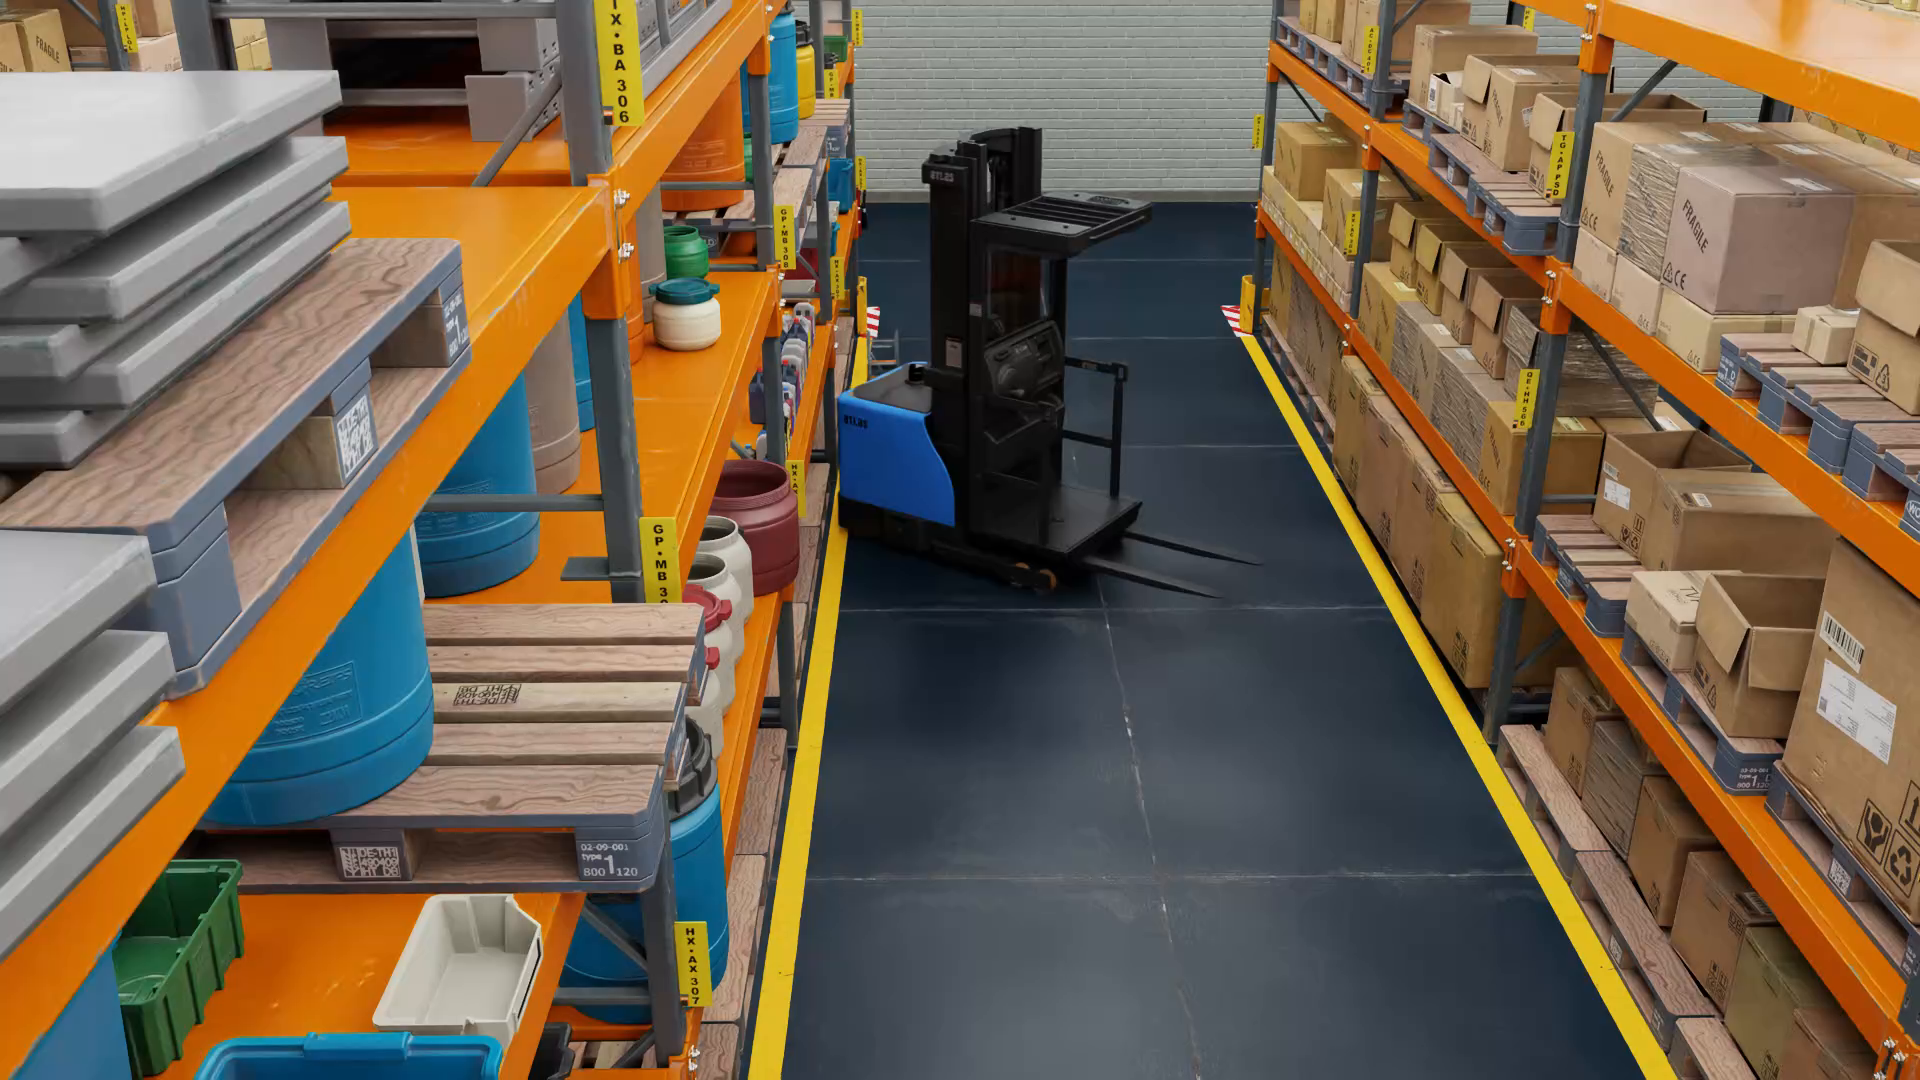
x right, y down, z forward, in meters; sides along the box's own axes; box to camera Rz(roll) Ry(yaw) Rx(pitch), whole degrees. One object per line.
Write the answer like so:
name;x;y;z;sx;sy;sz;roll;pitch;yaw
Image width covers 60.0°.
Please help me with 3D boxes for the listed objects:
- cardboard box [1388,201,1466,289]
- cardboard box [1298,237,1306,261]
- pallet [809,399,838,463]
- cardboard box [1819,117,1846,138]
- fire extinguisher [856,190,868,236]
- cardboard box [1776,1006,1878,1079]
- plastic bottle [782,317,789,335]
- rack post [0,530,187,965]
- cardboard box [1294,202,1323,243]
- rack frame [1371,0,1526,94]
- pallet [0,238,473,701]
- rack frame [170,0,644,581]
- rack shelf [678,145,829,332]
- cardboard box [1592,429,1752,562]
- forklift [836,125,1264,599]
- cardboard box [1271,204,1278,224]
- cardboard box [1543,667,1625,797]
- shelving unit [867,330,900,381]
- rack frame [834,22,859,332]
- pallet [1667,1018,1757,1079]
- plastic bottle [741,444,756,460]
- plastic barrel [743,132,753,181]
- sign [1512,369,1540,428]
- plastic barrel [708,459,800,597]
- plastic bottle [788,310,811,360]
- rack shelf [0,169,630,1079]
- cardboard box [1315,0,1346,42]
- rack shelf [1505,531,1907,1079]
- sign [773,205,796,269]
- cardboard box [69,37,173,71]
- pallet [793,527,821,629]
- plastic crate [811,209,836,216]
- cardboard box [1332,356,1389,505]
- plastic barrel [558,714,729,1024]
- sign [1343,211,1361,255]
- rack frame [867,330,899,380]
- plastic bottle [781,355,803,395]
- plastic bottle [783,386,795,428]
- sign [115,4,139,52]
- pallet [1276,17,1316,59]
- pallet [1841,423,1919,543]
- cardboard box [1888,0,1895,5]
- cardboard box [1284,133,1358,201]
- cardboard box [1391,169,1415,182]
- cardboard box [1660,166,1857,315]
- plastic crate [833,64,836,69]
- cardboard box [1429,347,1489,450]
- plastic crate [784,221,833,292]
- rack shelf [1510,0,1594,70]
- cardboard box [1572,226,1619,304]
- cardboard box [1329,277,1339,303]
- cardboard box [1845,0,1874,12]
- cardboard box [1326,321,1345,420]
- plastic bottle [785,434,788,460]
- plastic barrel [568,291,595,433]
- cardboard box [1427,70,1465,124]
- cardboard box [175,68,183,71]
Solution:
cardboard box;3.495;-2.103;11.804;0.797;0.503;0.637;-1;24;-2
cardboard box;3.133;-2.507;14.342;0.380;0.149;0.250;0;24;0
pallet;-1.519;-0.873;13.808;1.003;0.211;1.213;0;24;-1
cardboard box;8.149;-3.735;15.055;0.500;0.500;0.500;0;24;1
fire extinguisher;-1.063;-3.348;16.443;0.296;0.674;0.183;0;24;-1
cardboard box;3.582;2.119;6.308;0.700;0.500;0.500;-2;24;-5
plastic bottle;-1.279;-1.441;11.738;0.144;0.351;0.185;0;24;-1
rack post;-1.223;0.286;1.188;0.937;0.300;0.954;2;24;5
cardboard box;3.197;-2.743;14.380;0.500;0.250;0.500;-1;24;-2
rack frame;3.480;-4.597;11.377;1.000;3.000;0.127;0;24;-1
pallet;-1.332;-0.166;2.295;1.003;0.211;1.213;0;24;-1
rack frame;-1.385;-1.278;4.039;1.000;3.000;0.127;0;24;-1
rack shelf;-1.451;-2.056;10.272;1.077;0.370;4.000;0;24;-1
cardboard box;3.570;-0.230;8.370;0.500;0.500;0.500;-3;25;-7
forklift;0.615;-1.217;11.267;3.031;2.935;1.130;15;28;30
cardboard box;3.118;-3.038;15.515;0.380;0.149;0.250;-1;24;-2
cardboard box;3.551;0.999;8.783;0.700;0.500;0.500;-2;24;-3
shelving unit;-0.591;-1.038;13.061;0.258;1.200;0.189;-2;-7;-4
rack frame;-1.516;-3.489;16.208;1.000;3.000;0.127;0;24;-1
pallet;3.558;2.383;6.608;1.003;0.211;1.213;0;24;-1
plastic bottle;-1.240;-0.464;9.761;0.097;0.201;0.097;0;24;0
plastic barrel;-1.210;-2.118;9.214;0.294;0.245;0.294;0;24;0
sign;2.969;-0.739;8.722;0.100;0.325;0.005;0;24;-1
plastic barrel;-1.121;-0.065;8.472;0.600;0.536;0.708;0;24;-1
plastic bottle;-1.135;-1.441;11.740;0.144;0.351;0.185;0;24;-1
rack shelf;-1.363;0.056;2.447;1.077;0.370;4.000;0;24;-1
cardboard box;3.436;-4.501;14.054;0.700;0.500;0.500;-2;24;-4
rack shelf;3.546;0.937;7.295;1.077;0.370;4.000;0;24;-1
sign;-0.879;-1.517;8.335;0.100;0.325;0.005;0;24;-1
cardboard box;-6.182;-3.548;12.273;0.500;0.250;0.500;0;24;-1
pallet;-1.489;0.252;11.321;1.003;0.211;1.213;0;24;-1
plastic crate;-1.337;-2.942;15.245;0.396;0.136;0.243;0;24;-1
cardboard box;3.507;-0.823;12.381;1.225;0.875;0.875;0;24;0
plastic barrel;-1.086;1.067;5.527;0.600;0.901;0.708;0;24;-1
sign;2.925;-2.291;12.411;0.100;0.325;0.005;0;24;-1
rack frame;-0.585;-1.050;12.970;0.240;1.200;0.006;-2;-7;-4
plastic bottle;-1.131;-1.114;11.107;0.152;0.276;0.135;0;24;-1
plastic bottle;-1.097;-0.838;10.502;0.097;0.271;0.097;0;24;0
sign;-5.871;-3.606;11.721;0.100;0.325;0.005;0;24;-1
pallet;3.455;-4.532;14.982;1.003;0.211;1.213;0;24;-1
pallet;3.667;-0.103;5.308;1.213;0.211;1.003;0;24;-1
cardboard box;8.198;-4.642;14.209;0.380;0.149;0.250;0;24;1
cardboard box;3.189;-3.302;14.705;0.500;0.500;0.500;-1;24;-2
cardboard box;3.733;-2.674;13.316;0.500;0.500;0.500;0;24;-1
cardboard box;3.286;-1.244;6.876;0.500;0.500;0.500;-1;24;-2
plastic crate;-1.245;-3.885;13.764;0.437;0.136;0.530;0;24;-1
cardboard box;3.262;-0.882;10.323;0.500;0.500;0.500;-1;24;-2
plastic crate;-1.231;-2.267;13.354;0.402;0.464;0.583;0;24;-1
rack shelf;3.502;-3.263;9.785;1.077;0.370;4.000;0;24;-1
cardboard box;3.275;-1.319;7.951;0.500;0.250;0.500;0;24;0
cardboard box;3.146;-1.979;13.174;0.380;0.149;0.250;0;24;0
cardboard box;8.149;-4.621;14.646;0.500;0.250;0.500;-1;24;-1
cardboard box;3.553;-1.359;13.567;0.875;0.875;0.875;0;24;-1
plastic bottle;-1.091;-0.576;10.007;0.097;0.201;0.097;0;24;0
plastic barrel;-1.622;-0.887;6.207;0.600;0.901;0.708;0;24;-1
cardboard box;3.402;-2.928;10.926;0.500;0.311;0.500;-1;24;-2
cardboard box;-6.185;-3.526;12.832;0.500;0.250;0.500;0;24;-1
